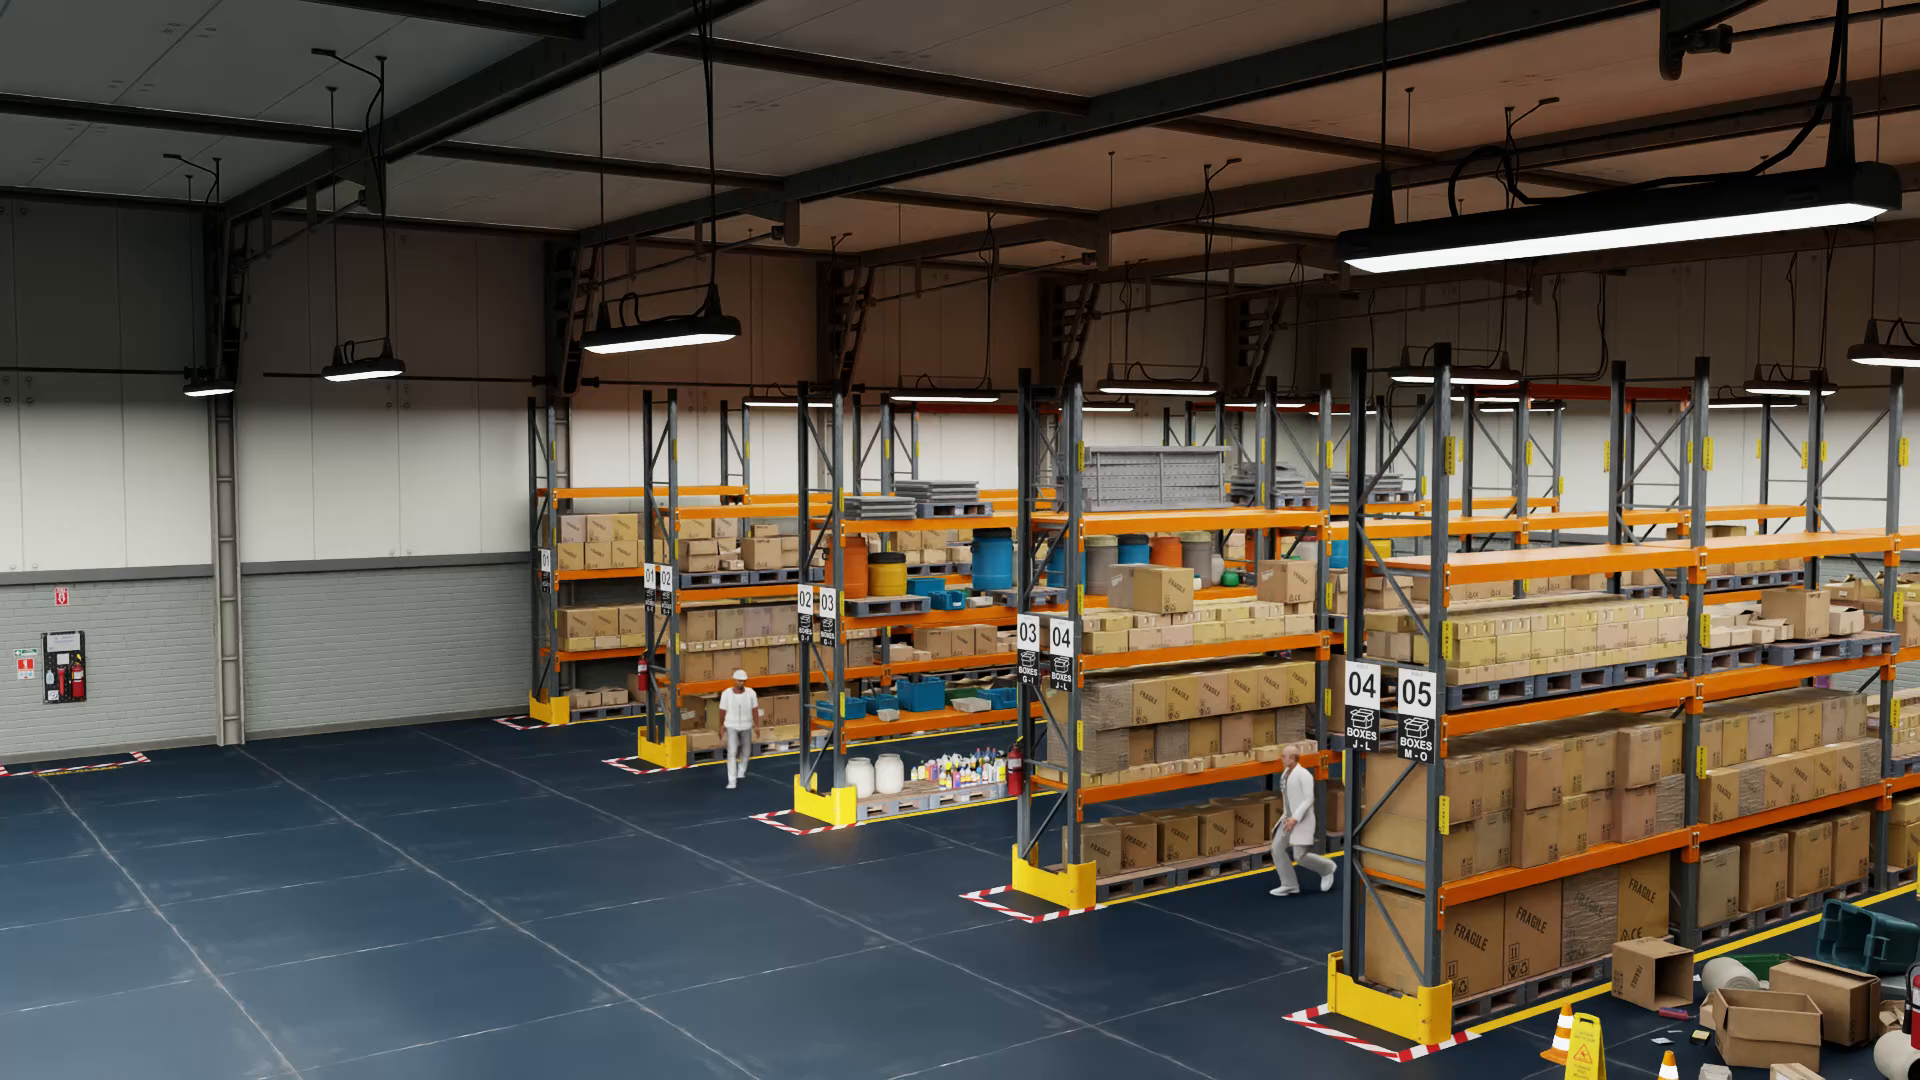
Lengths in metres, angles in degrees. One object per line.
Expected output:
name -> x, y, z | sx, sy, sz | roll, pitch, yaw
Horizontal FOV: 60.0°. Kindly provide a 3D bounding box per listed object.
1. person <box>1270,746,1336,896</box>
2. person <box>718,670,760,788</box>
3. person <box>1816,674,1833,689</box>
person -> 3.909, 3.199, 19.073 | 0.848, 1.692, 0.620 | -1, 4, -24
person -> -3.332, 2.819, 25.026 | 0.595, 1.748, 0.830 | -1, 4, -17
person -> 15.346, 2.613, 29.735 | 0.444, 1.581, 0.734 | 1, 3, 15
